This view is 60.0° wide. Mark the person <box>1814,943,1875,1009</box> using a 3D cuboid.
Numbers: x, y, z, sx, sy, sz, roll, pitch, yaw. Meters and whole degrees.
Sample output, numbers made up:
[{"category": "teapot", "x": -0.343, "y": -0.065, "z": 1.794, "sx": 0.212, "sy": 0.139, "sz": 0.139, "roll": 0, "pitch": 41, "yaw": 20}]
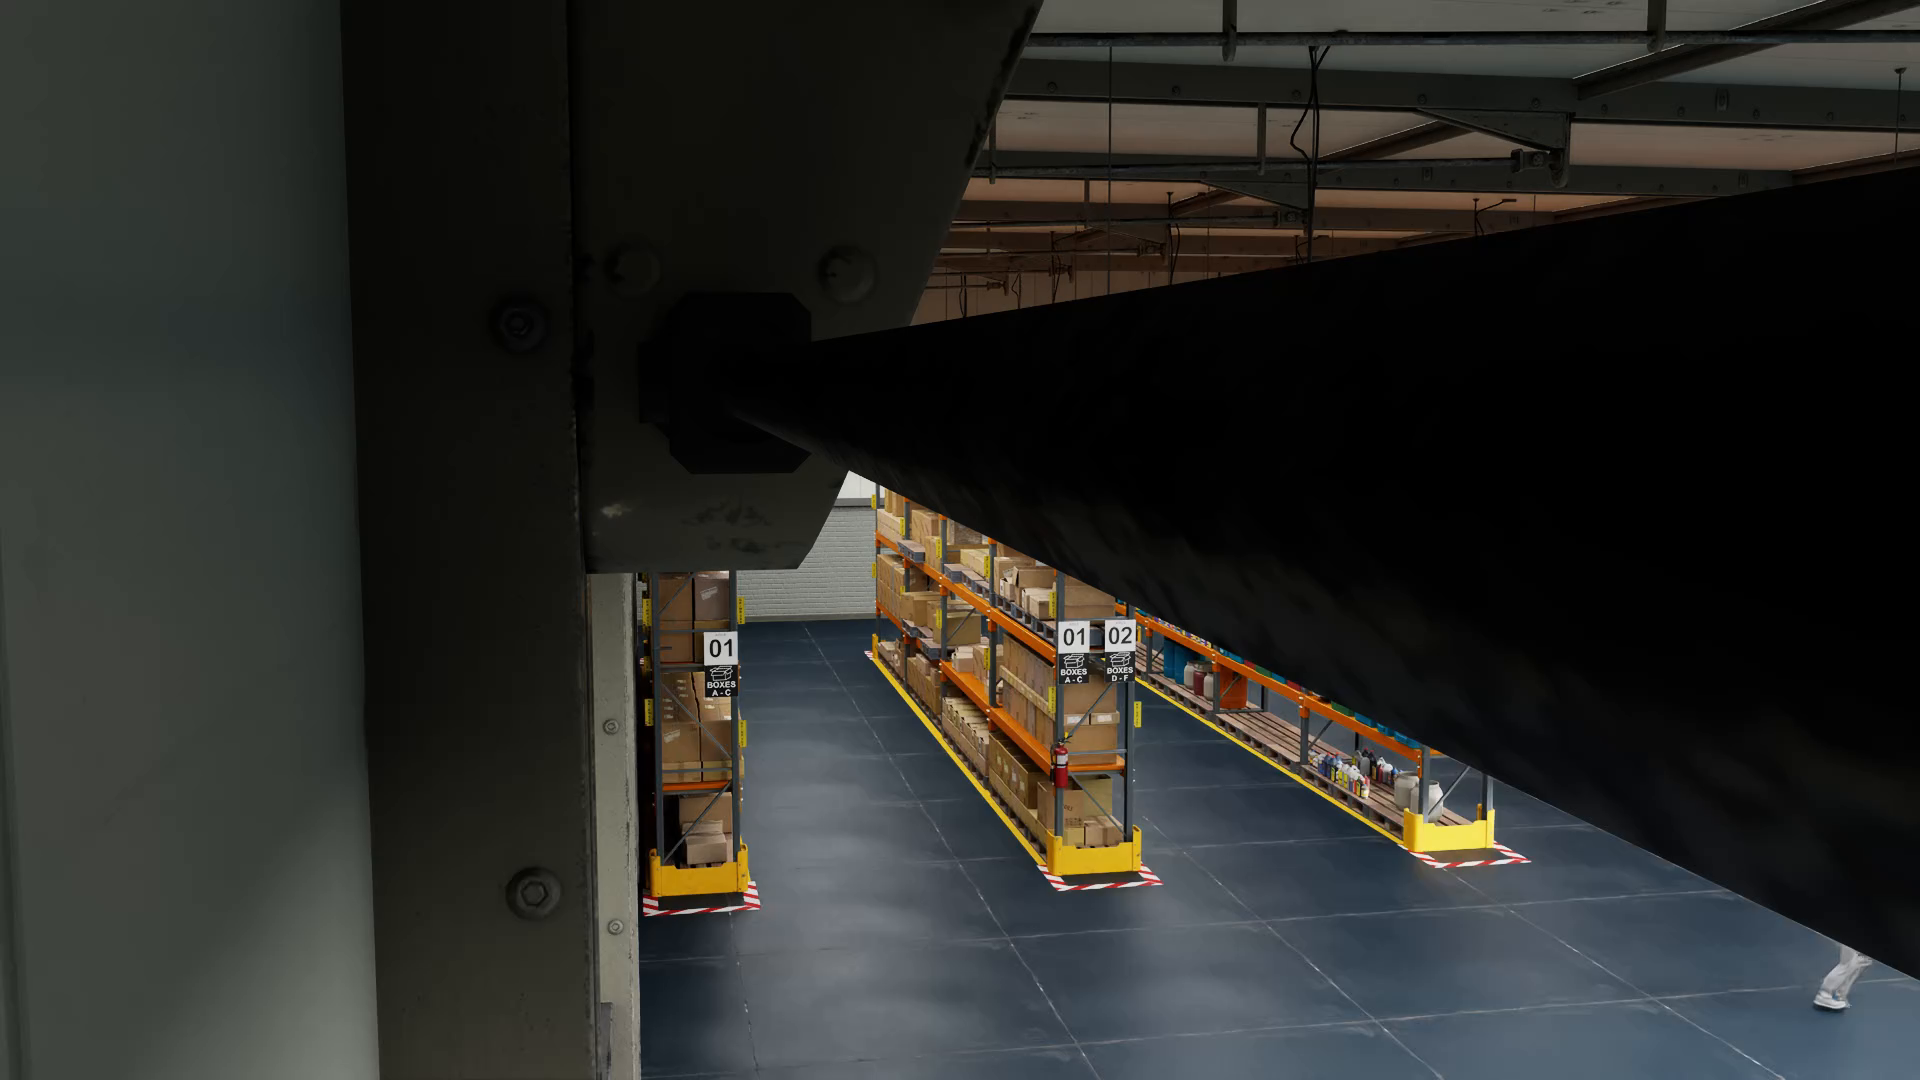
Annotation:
[{"category": "person", "x": 8.803, "y": 3.823, "z": 16.384, "sx": 0.660, "sy": 1.708, "sz": 0.643, "roll": 1, "pitch": 6, "yaw": 14}]
